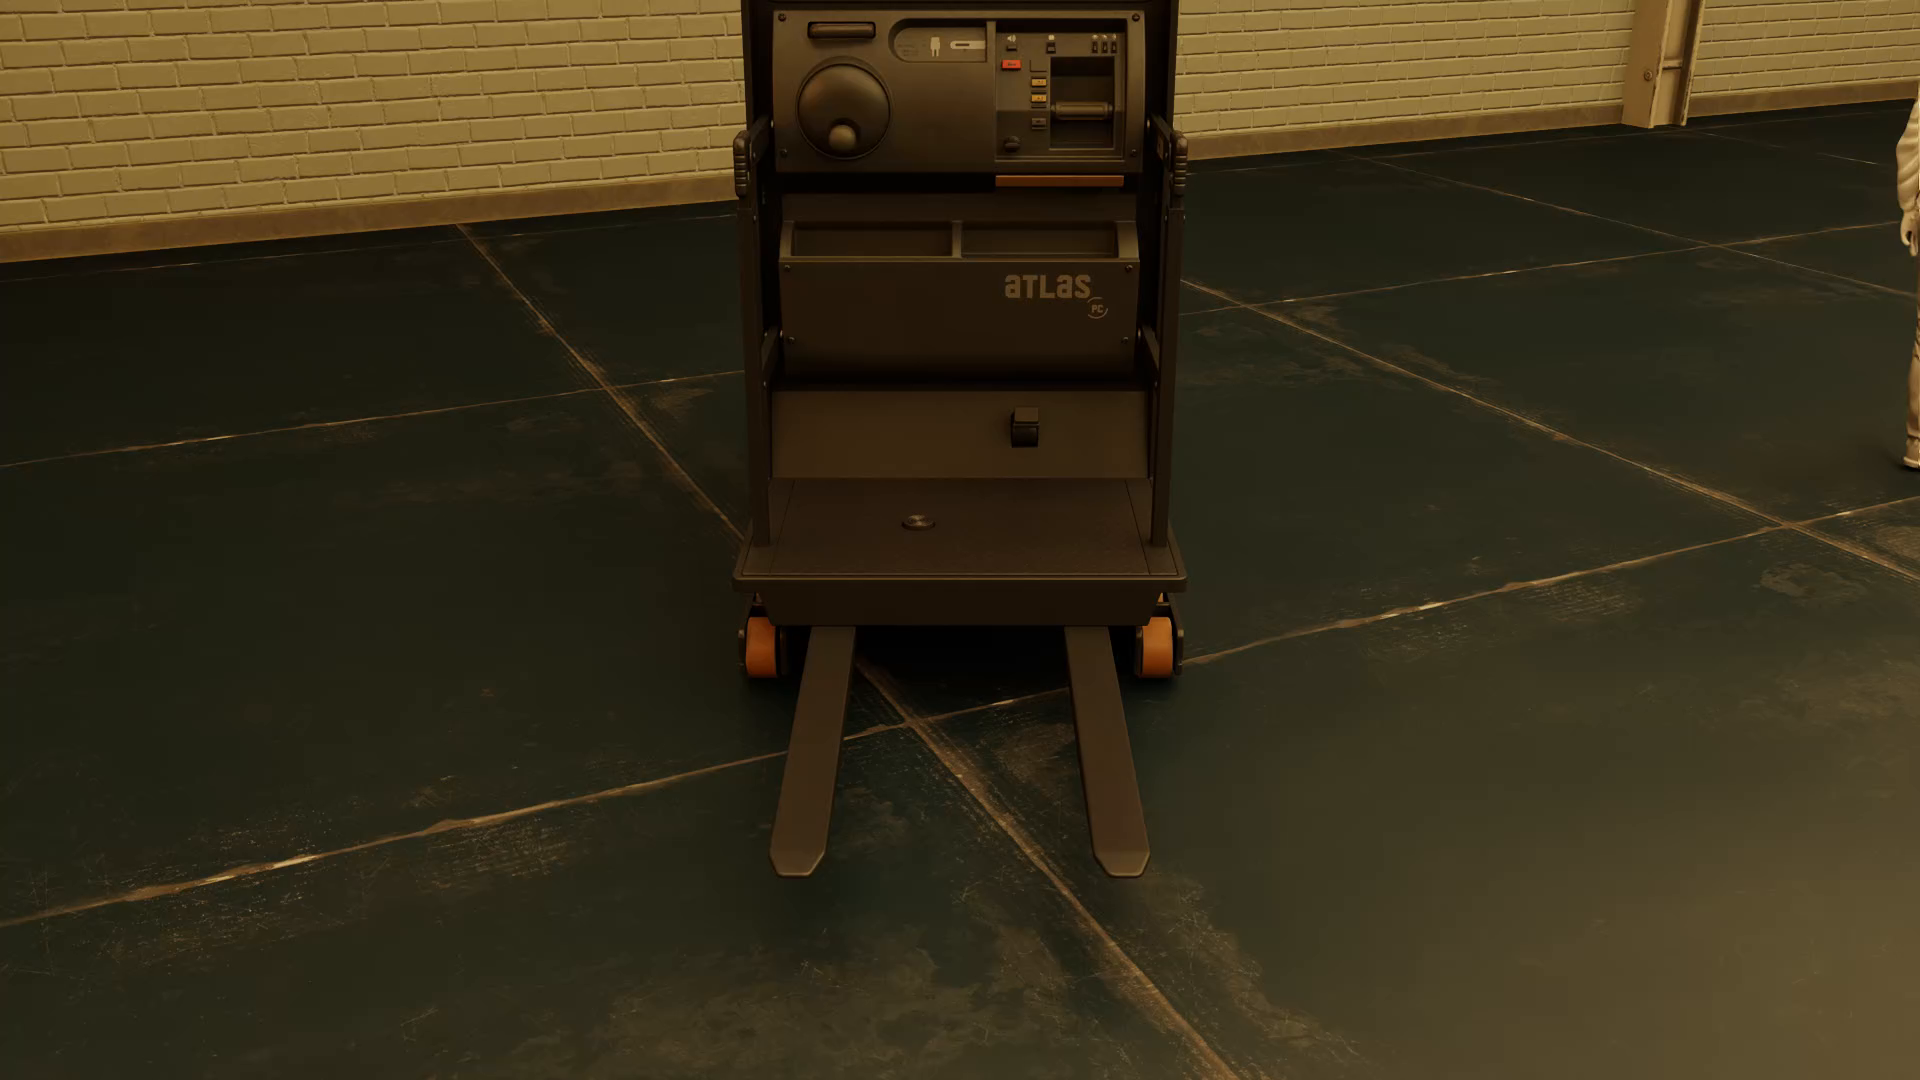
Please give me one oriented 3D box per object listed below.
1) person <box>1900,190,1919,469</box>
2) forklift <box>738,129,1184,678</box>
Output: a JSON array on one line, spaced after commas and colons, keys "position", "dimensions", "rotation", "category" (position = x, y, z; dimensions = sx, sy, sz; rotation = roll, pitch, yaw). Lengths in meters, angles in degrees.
[{"position": [3.360, -1.020, 5.391], "dimensions": [0.501, 1.651, 0.568], "rotation": [-13, 26, -29], "category": "person"}, {"position": [0.000, -1.294, 4.484], "dimensions": [1.129, 2.867, 1.939], "rotation": [0, 23, 0], "category": "forklift"}]
